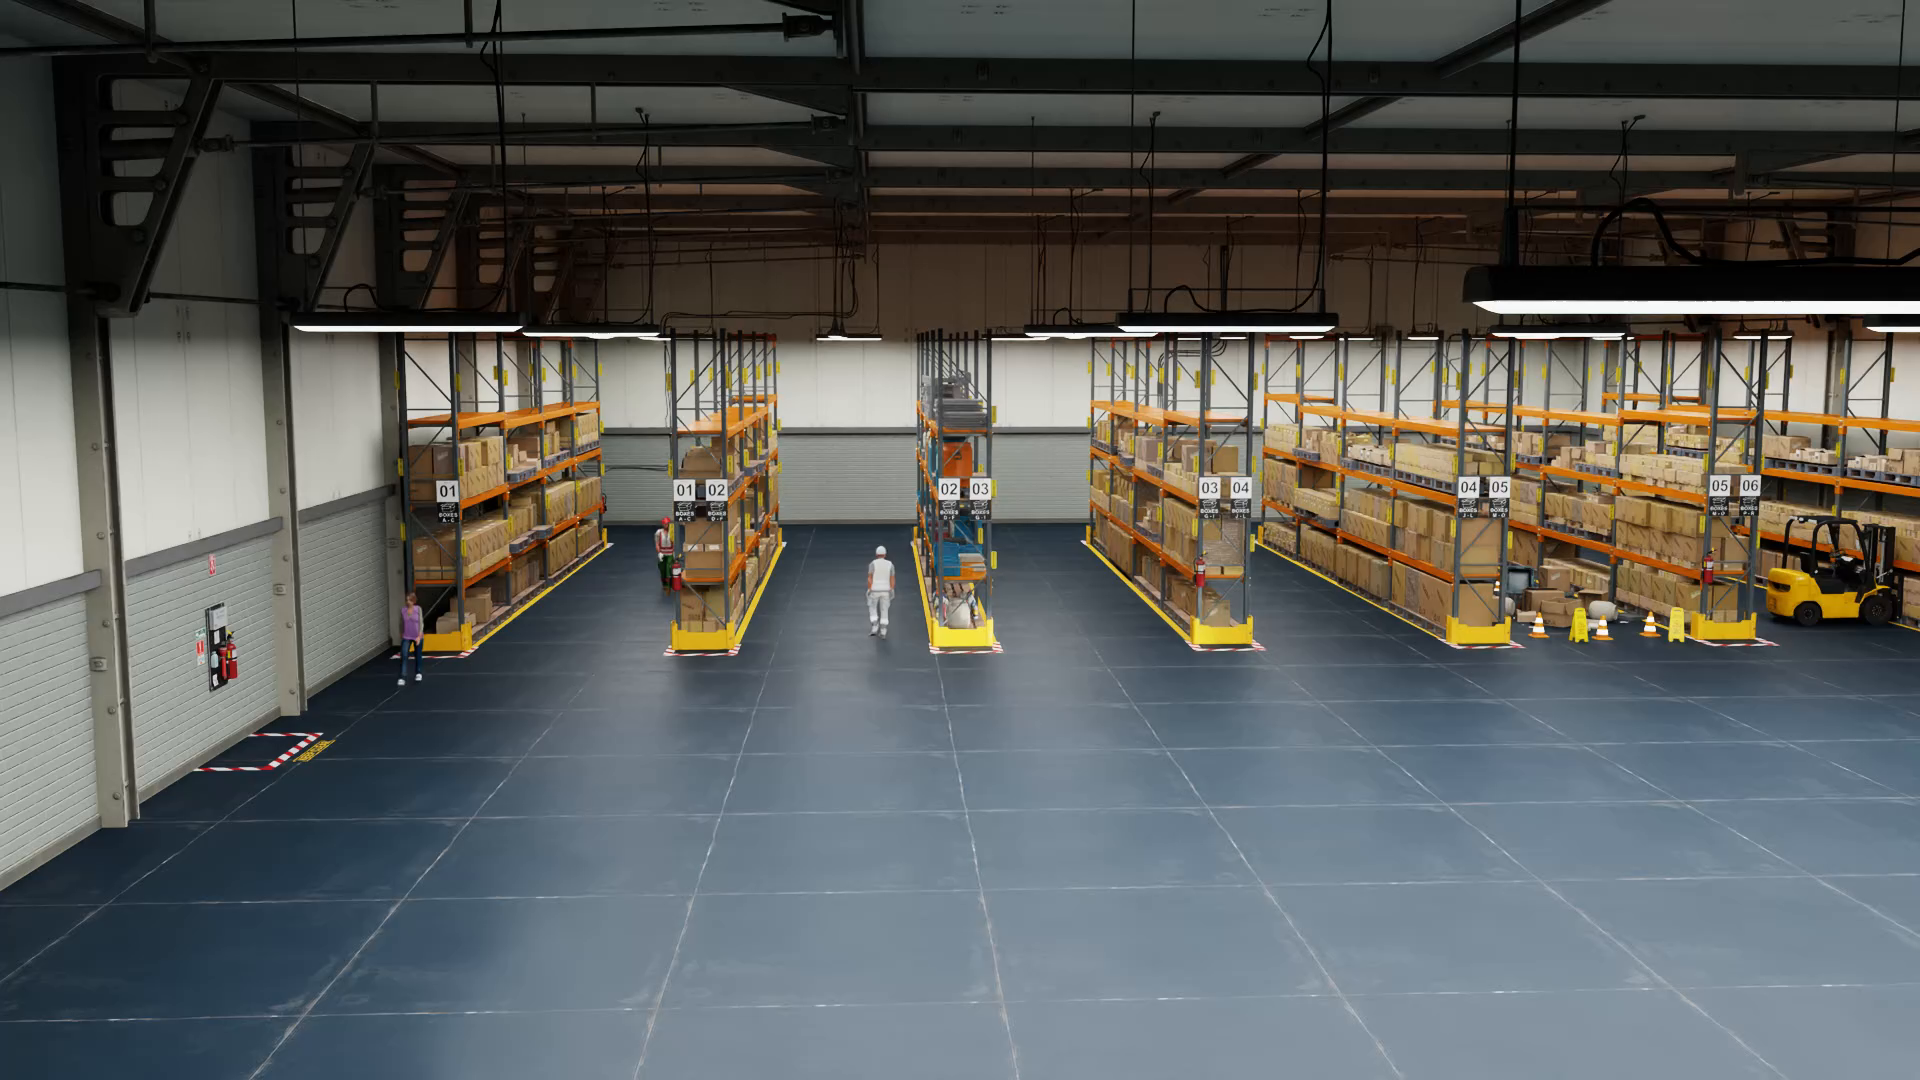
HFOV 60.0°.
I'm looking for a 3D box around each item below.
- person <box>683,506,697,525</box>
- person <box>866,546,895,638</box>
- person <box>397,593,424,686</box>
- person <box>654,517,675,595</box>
[{"bbox_3d":[-7.315,-0.394,45.325,0.549,1.574,0.696,1,7,7],"label":"person"},{"bbox_3d":[-1.551,1.029,32.452,0.591,1.803,0.551,-2,7,-14],"label":"person"},{"bbox_3d":[-9.211,1.653,27.886,0.433,1.546,0.968,-2,7,-13],"label":"person"},{"bbox_3d":[-6.757,0.344,38.241,0.519,1.736,0.962,-1,7,-12],"label":"person"}]
